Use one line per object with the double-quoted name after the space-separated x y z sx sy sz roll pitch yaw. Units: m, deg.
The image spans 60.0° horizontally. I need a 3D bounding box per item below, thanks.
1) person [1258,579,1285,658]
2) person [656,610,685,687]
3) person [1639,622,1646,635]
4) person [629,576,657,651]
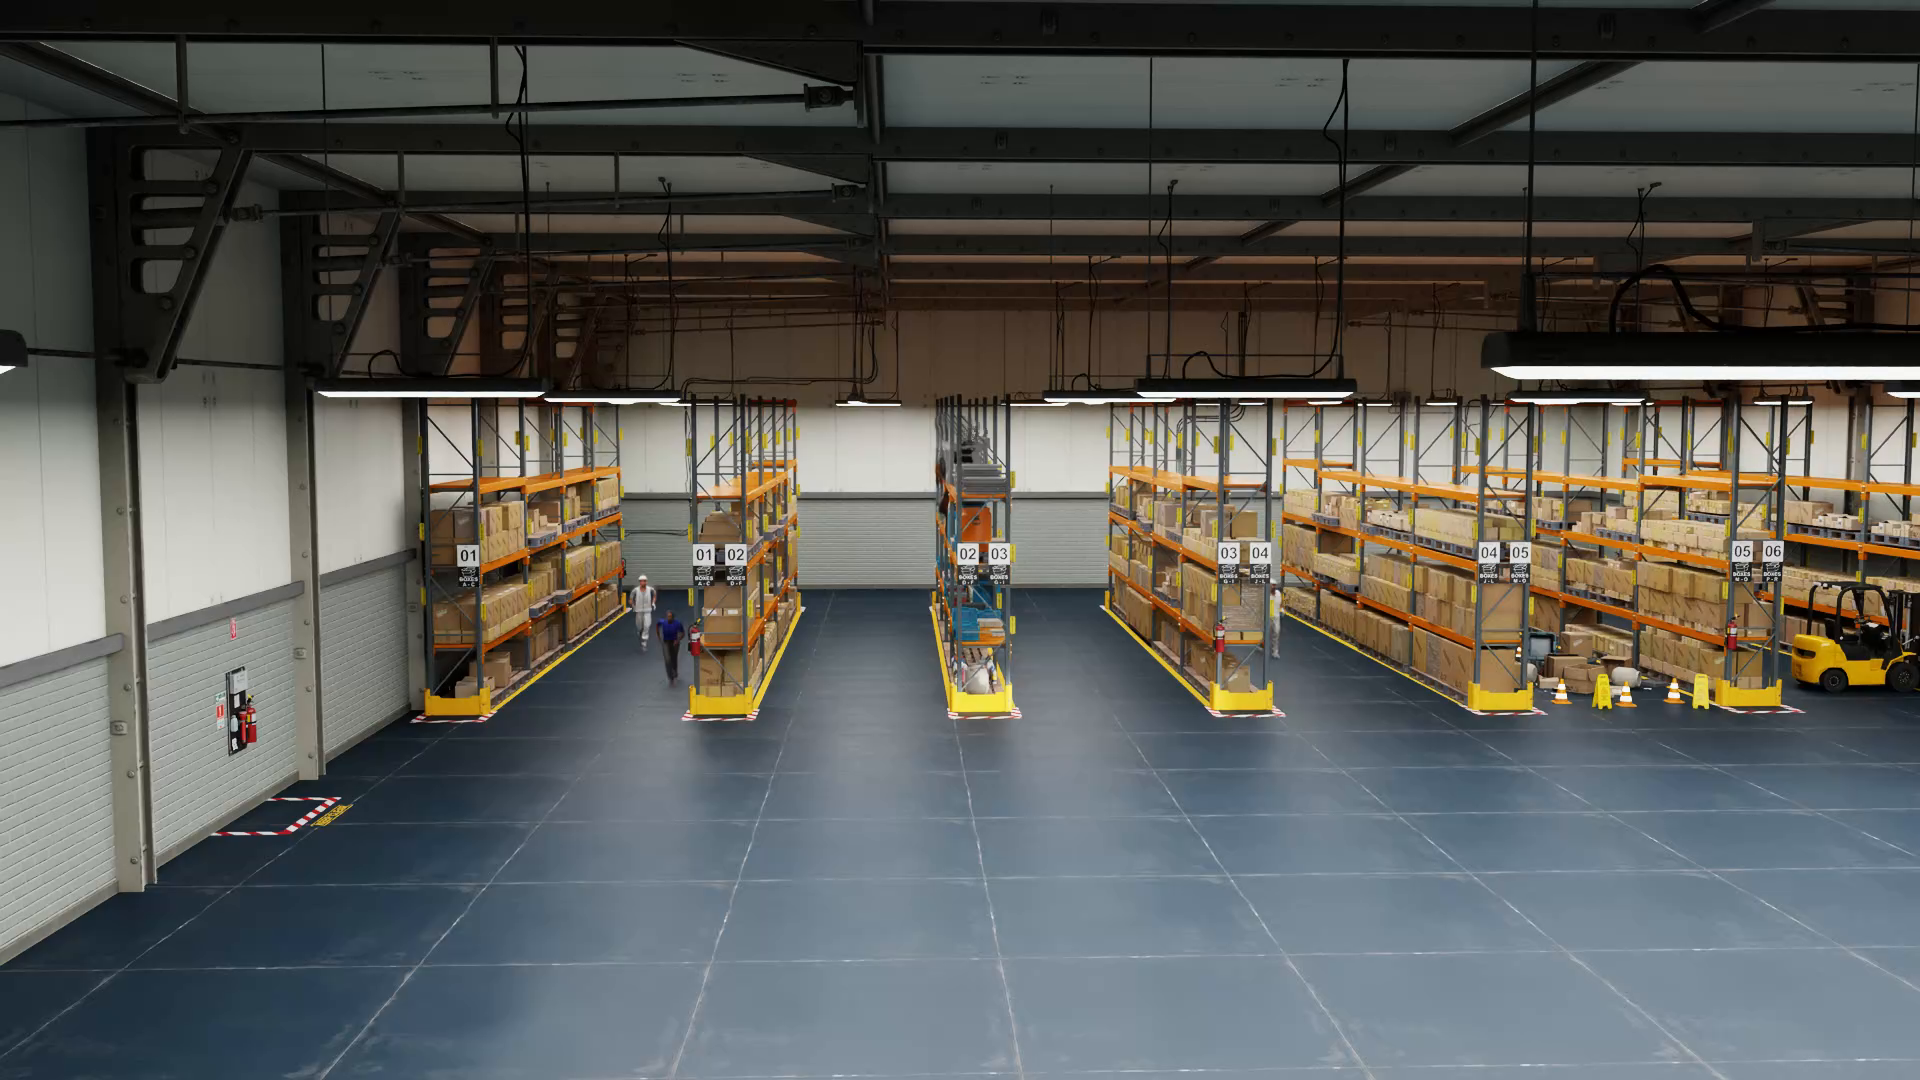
7.210 1.798 38.588 0.708 1.789 0.852 -1 5 -15 "person"
-6.035 2.228 34.738 0.613 1.615 0.966 0 5 -4 "person"
16.901 1.689 40.650 0.575 1.693 0.959 -1 5 -10 "person"
-7.562 1.733 39.733 0.666 1.787 0.866 -1 5 -13 "person"
